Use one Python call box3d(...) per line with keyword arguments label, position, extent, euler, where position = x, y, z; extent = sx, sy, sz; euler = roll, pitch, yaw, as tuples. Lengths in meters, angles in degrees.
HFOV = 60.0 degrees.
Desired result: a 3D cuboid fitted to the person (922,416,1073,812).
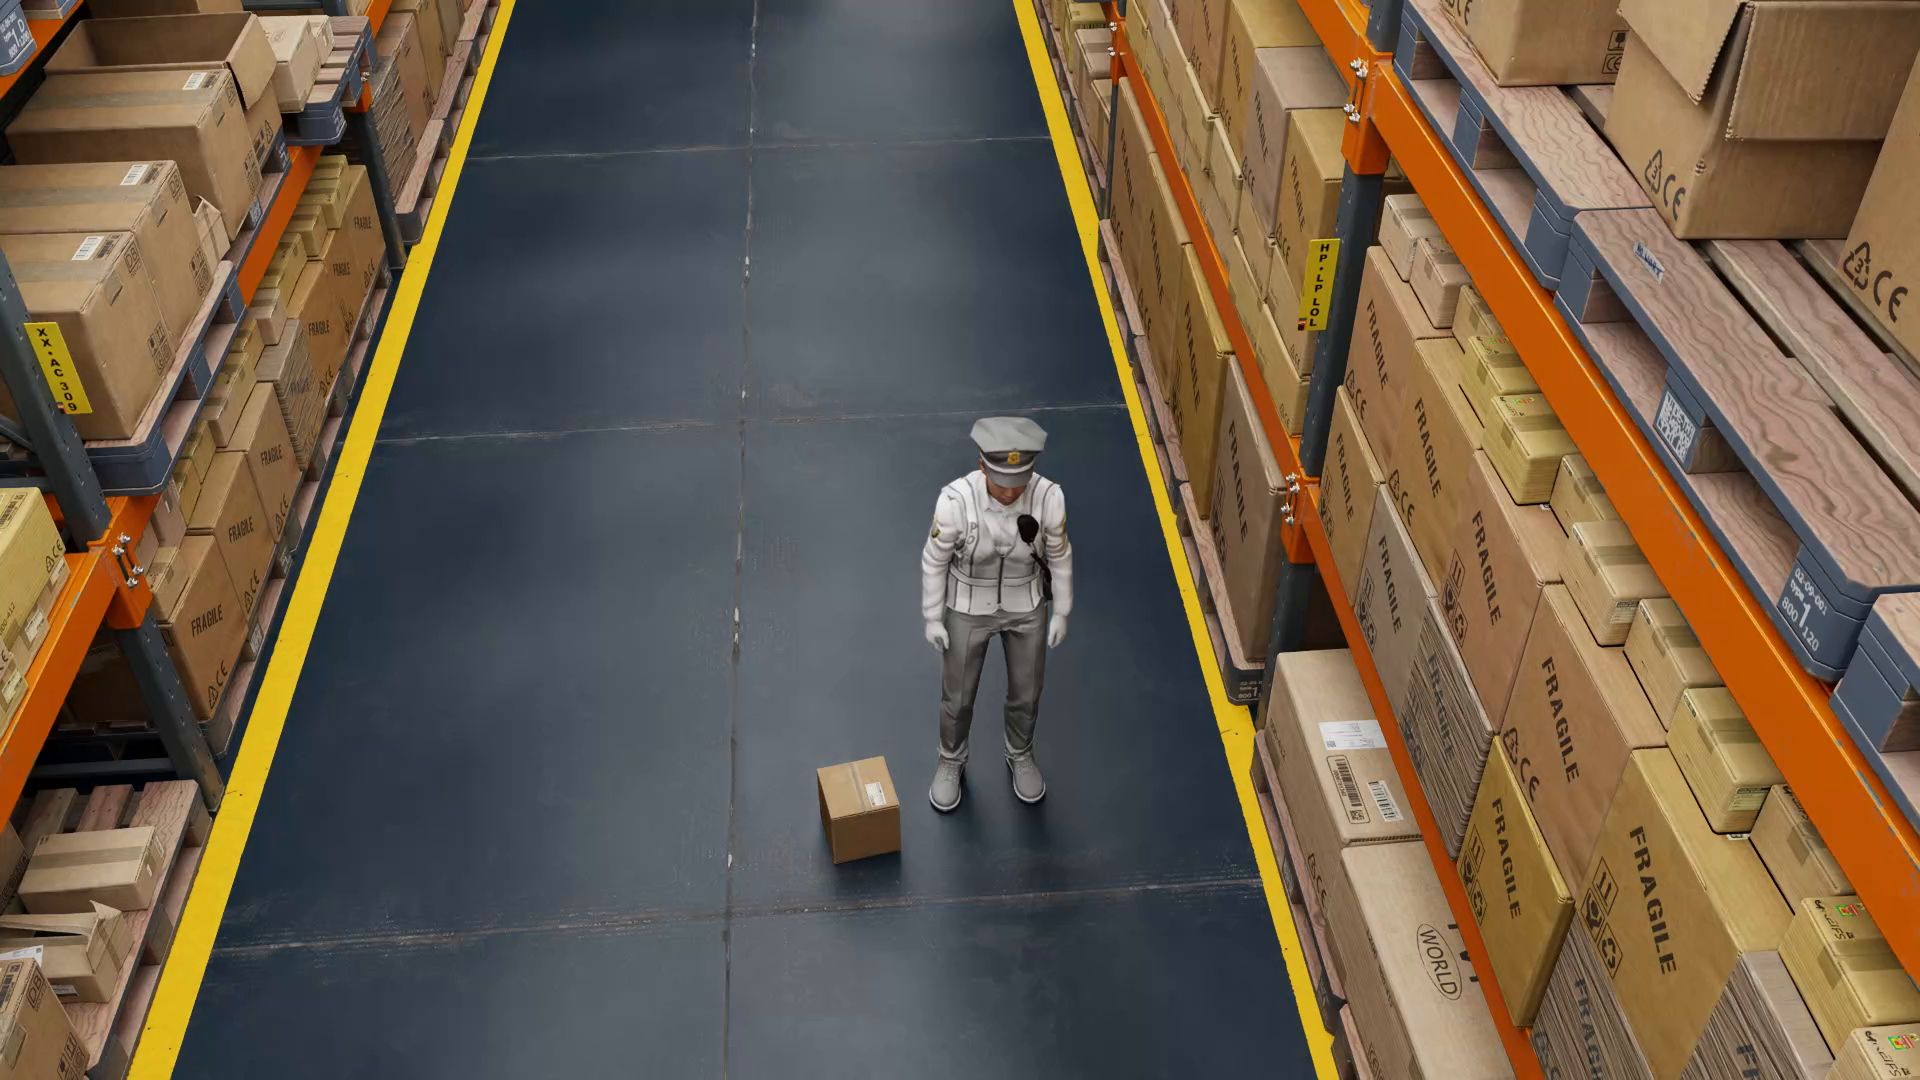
box3d(label="person", position=(0.133, 0.267, 5.826), extent=(0.530, 1.663, 0.342), euler=(-3, 39, -4))
